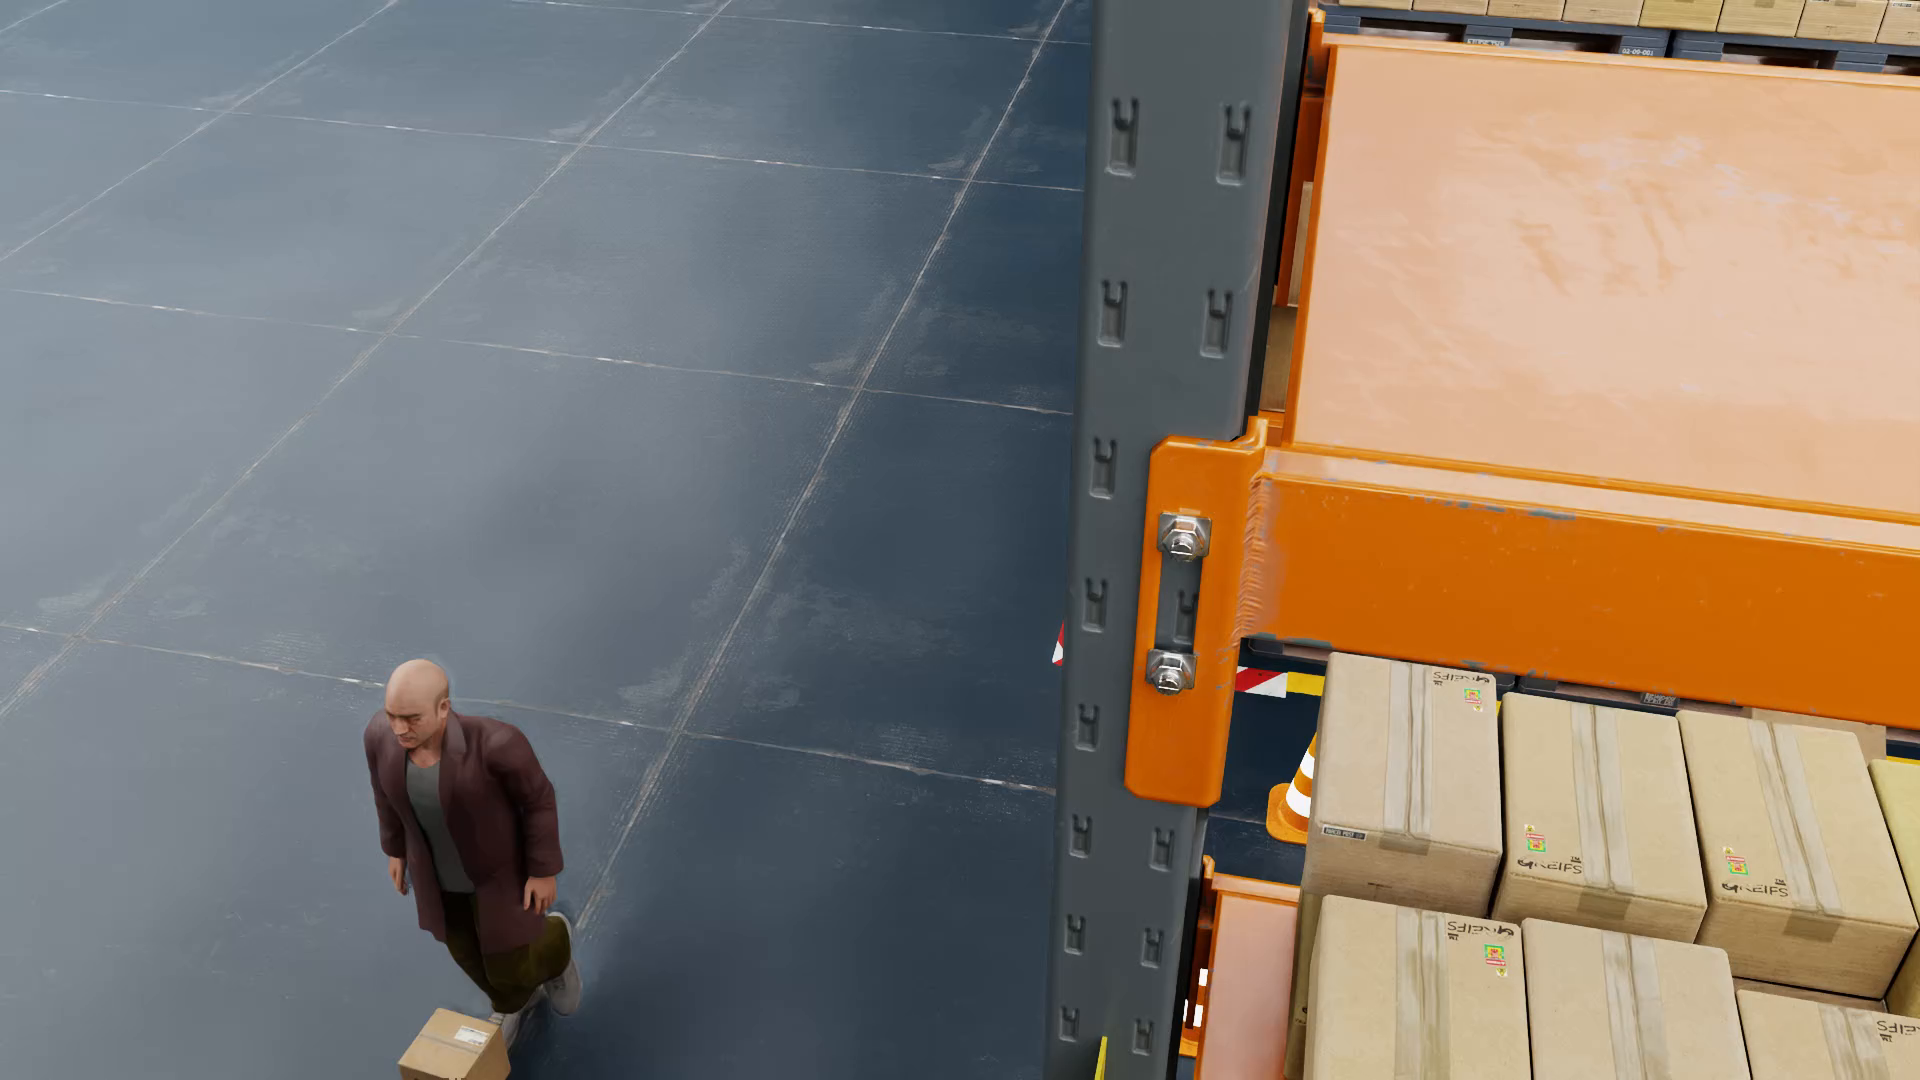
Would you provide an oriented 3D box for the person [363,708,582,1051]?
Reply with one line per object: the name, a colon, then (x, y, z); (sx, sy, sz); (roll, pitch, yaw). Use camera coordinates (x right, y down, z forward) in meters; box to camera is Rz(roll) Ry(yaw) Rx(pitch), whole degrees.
person: (-1.599, 1.123, 5.586); (0.647, 1.577, 0.564); (7, 37, 9)
